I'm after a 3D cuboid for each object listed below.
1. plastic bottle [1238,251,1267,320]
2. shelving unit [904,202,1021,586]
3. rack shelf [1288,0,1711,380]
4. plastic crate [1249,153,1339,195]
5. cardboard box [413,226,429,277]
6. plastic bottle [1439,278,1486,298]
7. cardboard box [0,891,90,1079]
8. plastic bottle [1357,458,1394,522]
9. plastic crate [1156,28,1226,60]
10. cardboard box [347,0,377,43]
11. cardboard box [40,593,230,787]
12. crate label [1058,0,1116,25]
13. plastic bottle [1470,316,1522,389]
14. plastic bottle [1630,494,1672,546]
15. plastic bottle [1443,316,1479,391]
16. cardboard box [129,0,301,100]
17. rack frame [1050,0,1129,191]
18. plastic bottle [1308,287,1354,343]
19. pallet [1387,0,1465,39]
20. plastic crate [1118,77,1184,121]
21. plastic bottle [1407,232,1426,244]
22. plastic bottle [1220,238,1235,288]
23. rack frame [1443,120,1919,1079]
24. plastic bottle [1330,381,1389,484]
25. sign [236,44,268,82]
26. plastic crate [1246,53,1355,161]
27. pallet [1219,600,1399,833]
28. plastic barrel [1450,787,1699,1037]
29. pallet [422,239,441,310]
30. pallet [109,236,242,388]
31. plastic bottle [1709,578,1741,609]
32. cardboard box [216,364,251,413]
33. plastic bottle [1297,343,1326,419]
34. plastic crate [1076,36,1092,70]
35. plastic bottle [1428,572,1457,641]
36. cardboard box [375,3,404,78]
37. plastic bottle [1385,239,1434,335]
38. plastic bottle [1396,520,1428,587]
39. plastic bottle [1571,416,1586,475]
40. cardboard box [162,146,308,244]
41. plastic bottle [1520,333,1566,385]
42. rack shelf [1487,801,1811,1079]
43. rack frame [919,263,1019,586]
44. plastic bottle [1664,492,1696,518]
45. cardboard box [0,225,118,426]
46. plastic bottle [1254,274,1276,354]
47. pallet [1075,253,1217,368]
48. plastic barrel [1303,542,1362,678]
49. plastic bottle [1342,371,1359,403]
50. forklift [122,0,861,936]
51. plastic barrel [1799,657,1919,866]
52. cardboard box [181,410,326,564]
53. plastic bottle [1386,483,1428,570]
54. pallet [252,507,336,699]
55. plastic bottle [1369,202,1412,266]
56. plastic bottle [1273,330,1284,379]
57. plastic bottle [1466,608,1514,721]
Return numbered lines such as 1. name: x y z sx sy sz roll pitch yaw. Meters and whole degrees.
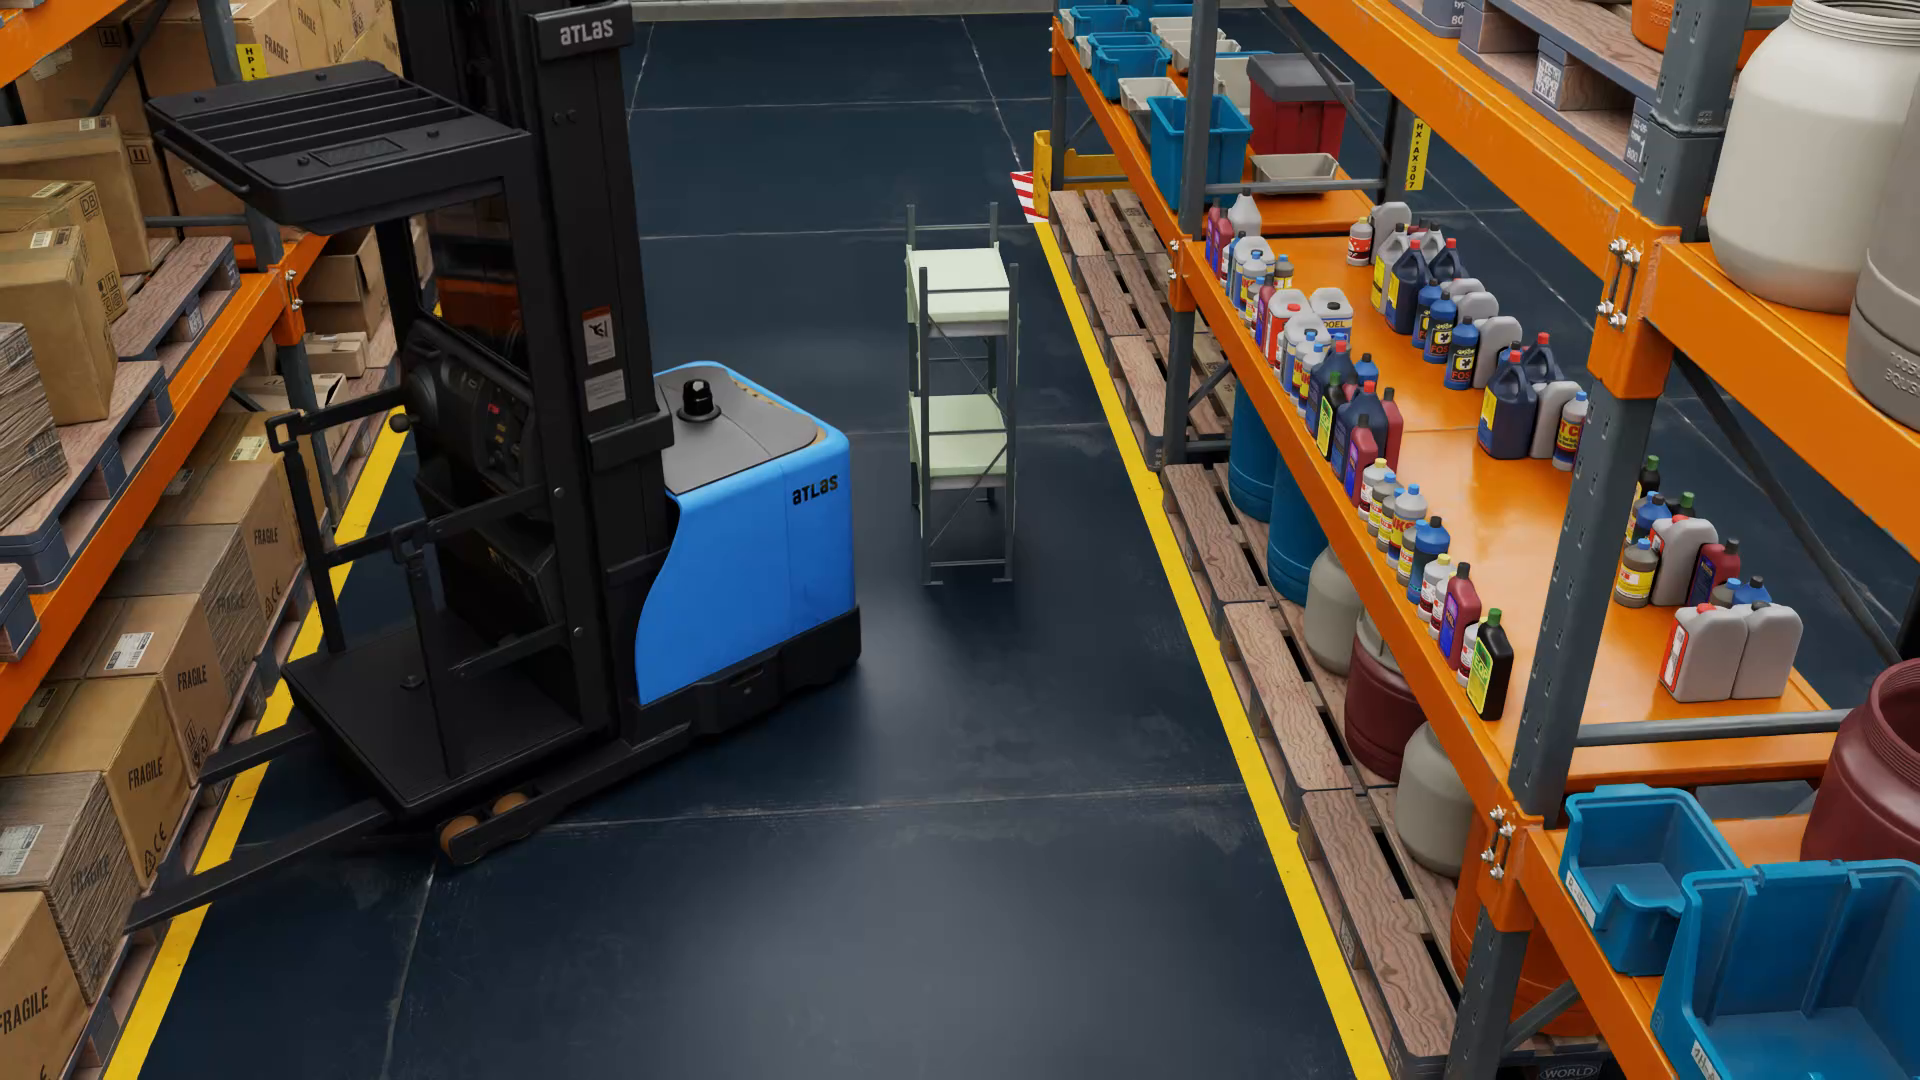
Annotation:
1. plastic bottle: 1.175 -1.023 6.663 0.097 0.271 0.097 0 31 0
2. shelving unit: 0.001 -0.640 7.360 0.431 1.500 0.755 -3 31 -5
3. rack shelf: 1.680 -1.538 5.176 1.077 0.370 4.000 -3 31 -5
4. plastic crate: 1.592 -1.737 7.932 0.396 0.136 0.243 -3 31 -5
5. cardboard box: -3.457 -1.643 9.828 0.500 0.250 0.500 -3 31 -5
6. plastic bottle: 1.933 -0.897 6.448 0.152 0.276 0.135 -3 31 -5
7. cardboard box: -2.823 1.336 4.597 0.500 0.500 0.500 -1 31 -2
8. plastic bottle: 1.327 -0.164 5.293 0.097 0.201 0.097 0 31 0
9. plastic crate: 1.389 -2.979 10.010 0.396 0.136 0.243 -3 31 -5
10. cardboard box: -3.348 -2.860 8.541 0.500 0.500 0.500 -2 31 -3
11. cardboard box: -2.973 0.546 5.919 0.500 0.500 0.500 -4 31 -6
12. crate label: 0.815 -3.434 10.679 0.416 0.233 0.303 -3 31 -5
13. plastic bottle: 1.968 -0.710 6.134 0.152 0.276 0.135 -3 31 -5
14. plastic bottle: 2.061 -0.013 4.972 0.097 0.271 0.097 0 31 0
15. plastic bottle: 1.845 -0.693 6.110 0.097 0.271 0.097 0 31 0
16. cardboard box: -3.202 -2.071 7.219 0.500 0.500 0.500 -2 31 -3
17. rack frame: 1.120 -3.622 10.889 1.000 3.000 0.127 -3 31 -5
18. plastic bottle: 1.395 -0.807 6.297 0.152 0.276 0.135 -3 31 -5
19. pallet: 1.773 -1.812 5.118 1.003 0.211 1.213 -3 31 -5
20. plastic crate: 1.032 -2.367 8.987 0.293 0.136 0.466 -3 31 -5
21. plastic bottle: 1.886 -1.155 6.879 0.152 0.276 0.135 -3 31 -5
22. plastic bottle: 1.144 -1.161 6.962 0.097 0.201 0.097 0 31 0
23. rack frame: 1.867 0.462 4.051 1.000 3.000 0.127 -3 31 -5
24. plastic bottle: 1.325 -0.370 5.492 0.144 0.351 0.185 -3 31 -5
25. sign: -2.886 -1.870 6.827 0.100 0.325 0.005 -3 31 -5
26. plastic crate: 1.660 -2.101 8.222 0.402 0.464 0.583 -3 31 -5
27. pallet: 1.641 0.637 6.477 1.003 0.211 1.213 -3 31 -5
28. plastic barrel: 1.805 0.965 4.917 0.600 0.830 0.708 -3 31 -5
29. pallet: -3.730 -1.744 10.464 1.003 0.211 1.213 -3 31 -5
30. pallet: -3.473 -0.849 6.433 1.003 0.211 1.213 -3 31 -5
31. plastic bottle: 2.156 0.201 4.682 0.097 0.201 0.097 0 31 0
32. cardboard box: -3.774 -0.738 8.068 0.500 0.500 0.500 -3 31 -5
33. plastic bottle: 1.258 -0.569 5.903 0.097 0.271 0.097 0 31 0
34. plastic crate: 0.826 -2.879 9.843 0.250 0.136 0.298 -3 31 -5
35. plastic bottle: 1.391 0.184 4.711 0.097 0.201 0.097 0 31 0
36. cardboard box: -3.406 -2.694 9.238 0.500 0.500 0.500 -3 31 -4
37. plastic bottle: 1.779 -1.004 6.554 0.144 0.351 0.185 -3 31 -5
38. plastic bottle: 1.363 0.035 4.961 0.097 0.201 0.097 0 31 0
39. plastic bottle: 2.086 -0.316 5.468 0.061 0.283 0.133 -3 31 -5
40. cardboard box: -3.215 -1.661 7.508 0.500 0.500 0.500 -2 31 -3
41. plastic bottle: 2.008 -0.543 5.782 0.144 0.351 0.185 -3 31 -5
42. rack shelf: 2.054 1.792 2.526 1.077 0.370 4.000 -3 31 -5
43. rack frame: 0.035 -0.454 7.047 0.400 1.500 0.023 -3 31 -5
44. plastic bottle: 2.138 -0.031 4.991 0.061 0.283 0.133 -3 31 -5
45. cardboard box: -3.212 -0.669 5.438 0.700 0.500 0.500 -11 32 -17
46. plastic bottle: 1.186 -0.869 6.393 0.061 0.283 0.133 -3 31 -5
47. pallet: 1.269 -1.381 9.856 1.003 0.211 1.213 -3 31 -5
48. plastic barrel: 1.557 0.240 6.439 0.421 0.512 0.421 0 31 0
49. plastic bottle: 1.329 -0.423 5.646 0.061 0.283 0.133 -3 31 -5
50. forklift: -1.850 -0.425 5.603 3.031 2.935 1.130 -24 38 -34
51. plastic barrel: 2.212 0.626 3.644 0.600 0.536 0.708 -3 31 -5
52. cardboard box: -3.107 -0.222 7.205 0.500 0.500 0.500 -3 31 -5
53. plastic bottle: 1.354 -0.045 5.026 0.097 0.271 0.097 0 31 0
54. pallet: -3.325 0.266 7.099 1.003 0.211 1.213 -3 31 -5
55. plastic bottle: 1.852 -1.341 7.191 0.152 0.276 0.135 -3 31 -5
56. plastic bottle: 1.228 -0.707 6.202 0.097 0.201 0.097 0 31 0
57. plastic bottle: 1.405 0.326 4.393 0.061 0.283 0.133 -3 31 -5
